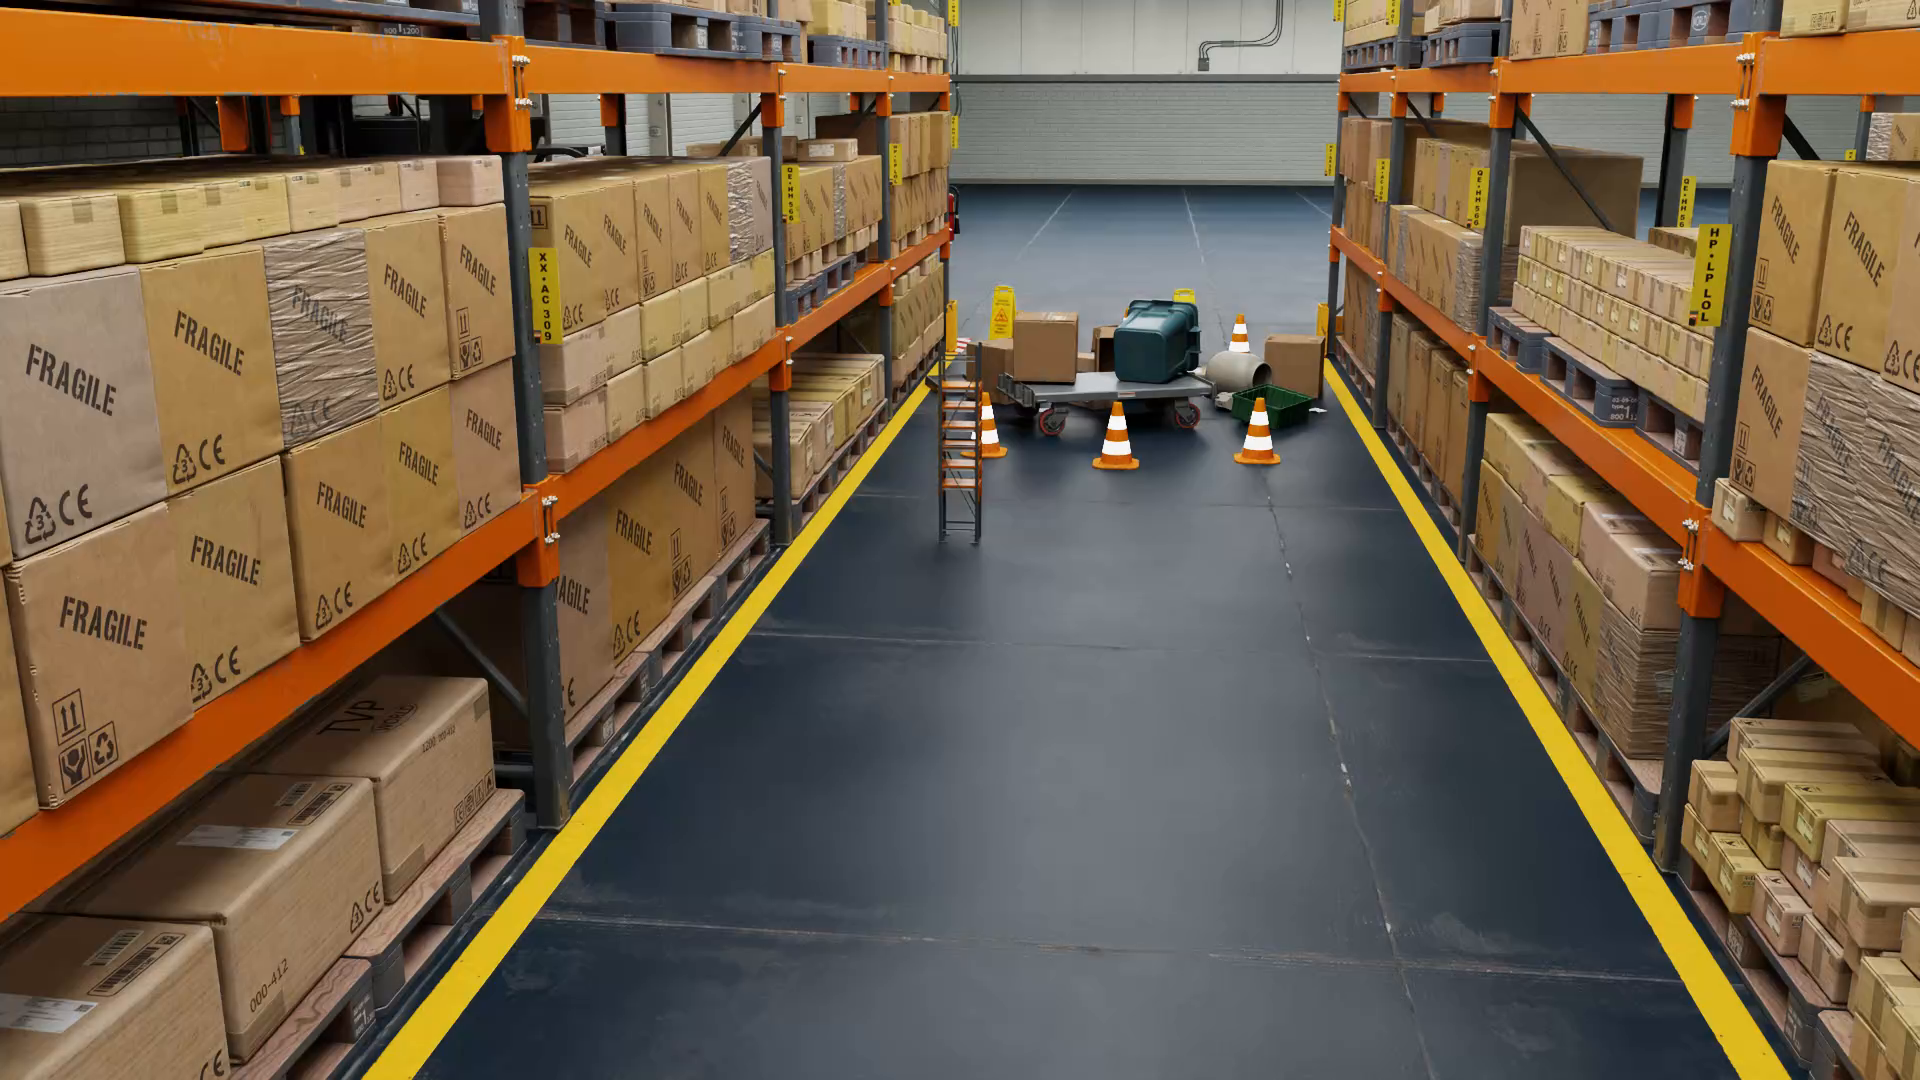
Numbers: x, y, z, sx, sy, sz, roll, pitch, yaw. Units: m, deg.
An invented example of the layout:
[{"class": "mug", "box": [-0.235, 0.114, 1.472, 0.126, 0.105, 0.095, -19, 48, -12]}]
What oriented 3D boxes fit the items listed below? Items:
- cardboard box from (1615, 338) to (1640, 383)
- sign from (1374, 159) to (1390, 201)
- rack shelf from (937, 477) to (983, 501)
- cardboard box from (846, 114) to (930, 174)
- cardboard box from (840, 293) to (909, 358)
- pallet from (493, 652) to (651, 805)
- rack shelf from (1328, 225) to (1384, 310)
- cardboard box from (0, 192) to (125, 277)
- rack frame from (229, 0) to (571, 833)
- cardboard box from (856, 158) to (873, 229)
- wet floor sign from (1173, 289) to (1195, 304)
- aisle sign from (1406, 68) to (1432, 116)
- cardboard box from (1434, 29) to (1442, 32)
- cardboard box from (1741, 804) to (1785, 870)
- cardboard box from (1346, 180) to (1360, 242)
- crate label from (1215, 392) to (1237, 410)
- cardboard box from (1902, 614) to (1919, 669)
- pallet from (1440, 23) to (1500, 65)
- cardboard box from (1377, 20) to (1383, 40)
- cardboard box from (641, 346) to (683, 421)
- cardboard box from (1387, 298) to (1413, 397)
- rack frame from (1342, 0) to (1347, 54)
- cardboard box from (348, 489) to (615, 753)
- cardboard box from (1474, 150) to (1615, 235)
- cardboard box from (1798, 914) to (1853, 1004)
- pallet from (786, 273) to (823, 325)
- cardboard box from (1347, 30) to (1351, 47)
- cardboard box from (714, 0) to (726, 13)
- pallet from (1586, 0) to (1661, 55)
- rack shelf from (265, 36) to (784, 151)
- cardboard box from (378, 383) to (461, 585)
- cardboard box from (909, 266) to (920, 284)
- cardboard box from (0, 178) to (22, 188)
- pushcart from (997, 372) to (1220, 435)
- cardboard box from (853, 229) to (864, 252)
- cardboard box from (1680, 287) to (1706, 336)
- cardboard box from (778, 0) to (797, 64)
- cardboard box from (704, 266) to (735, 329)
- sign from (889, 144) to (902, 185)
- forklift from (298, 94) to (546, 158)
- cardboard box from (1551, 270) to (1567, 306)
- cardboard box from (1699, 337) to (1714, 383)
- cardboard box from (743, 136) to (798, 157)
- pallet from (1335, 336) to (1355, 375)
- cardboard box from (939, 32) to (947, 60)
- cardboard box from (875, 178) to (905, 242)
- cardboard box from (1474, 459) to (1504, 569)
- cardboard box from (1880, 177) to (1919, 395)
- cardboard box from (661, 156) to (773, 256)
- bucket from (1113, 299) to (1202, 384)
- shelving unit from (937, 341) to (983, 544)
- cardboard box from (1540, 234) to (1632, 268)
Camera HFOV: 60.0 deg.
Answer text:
[{"class": "cardboard box", "box": [2.921, -0.735, 6.809, 0.380, 0.149, 0.250, 1, 15, 4]}, {"class": "sign", "box": [3.311, -2.822, 13.042, 0.100, 0.325, 0.005, 2, 15, 6]}, {"class": "rack shelf", "box": [0.002, -0.308, 10.094, 0.258, 0.103, 0.180, 2, 15, 6]}, {"class": "cardboard box", "box": [-0.639, -3.513, 14.730, 0.700, 0.500, 0.500, 1, 15, 5]}, {"class": "cardboard box", "box": [-0.733, -1.852, 14.291, 0.500, 0.500, 0.500, 2, 15, 9]}, {"class": "pallet", "box": [-1.958, 0.749, 6.987, 1.003, 0.211, 1.213, 2, 15, 6]}, {"class": "rack shelf", "box": [4.088, -2.521, 15.118, 1.077, 0.370, 4.000, 2, 15, 6]}, {"class": "cardboard box", "box": [-1.945, -0.621, 3.363, 0.380, 0.149, 0.250, 2, 15, 7]}, {"class": "rack frame", "box": [-1.970, -0.395, 5.875, 1.000, 3.000, 0.127, 2, 15, 6]}, {"class": "cardboard box", "box": [-0.946, -2.609, 12.498, 0.500, 0.500, 0.500, 2, 15, 7]}, {"class": "wet floor sign", "box": [2.350, -2.317, 17.493, 0.267, 0.644, 0.232, -1, 15, -3]}, {"class": "aisle sign", "box": [4.620, -4.652, 16.639, 0.394, 0.787, 0.004, 2, 15, 6]}, {"class": "cardboard box", "box": [3.499, -3.666, 11.712, 0.250, 0.149, 0.380, 2, 15, 6]}, {"class": "cardboard box", "box": [2.662, 0.908, 5.146, 0.380, 0.149, 0.250, 2, 15, 7]}, {"class": "cardboard box", "box": [4.089, -3.077, 15.509, 0.875, 0.550, 0.550, 2, 15, 6]}, {"class": "crate label", "box": [2.346, -1.189, 14.295, 0.298, 0.136, 0.250, -10, 18, -32]}, {"class": "cardboard box", "box": [2.502, 0.253, 3.961, 0.380, 0.149, 0.250, 2, 15, 9]}, {"class": "pallet", "box": [3.431, -2.838, 9.526, 1.213, 0.211, 1.003, 2, 15, 9]}, {"class": "cardboard box", "box": [3.671, -4.230, 13.798, 0.380, 0.149, 0.250, 2, 15, 6]}, {"class": "cardboard box", "box": [-1.528, -0.695, 7.274, 0.500, 0.250, 0.500, 2, 15, 6]}, {"class": "cardboard box", "box": [4.003, -1.688, 13.924, 0.875, 0.875, 0.875, 2, 15, 7]}, {"class": "rack frame", "box": [4.314, -6.283, 16.159, 1.000, 3.000, 0.127, 2, 15, 6]}, {"class": "cardboard box", "box": [-1.980, 0.265, 6.701, 0.875, 0.875, 0.875, 2, 15, 8]}, {"class": "cardboard box", "box": [3.527, -2.091, 10.040, 0.700, 0.500, 0.500, 1, 15, 5]}, {"class": "cardboard box", "box": [2.614, 1.186, 4.687, 0.380, 0.149, 0.250, 1, 15, 5]}, {"class": "pallet", "box": [-1.544, -1.527, 10.432, 1.213, 0.211, 1.003, 2, 15, 6]}, {"class": "cardboard box", "box": [3.929, -4.819, 15.978, 0.380, 0.149, 0.250, 2, 15, 7]}, {"class": "cardboard box", "box": [-1.326, -2.650, 7.924, 0.396, 0.266, 0.258, 1, 15, 5]}, {"class": "pallet", "box": [3.249, -2.058, 6.641, 1.213, 0.211, 1.003, 2, 15, 6]}, {"class": "rack shelf", "box": [-1.744, -2.014, 7.496, 1.077, 0.370, 4.000, 2, 15, 6]}, {"class": "cardboard box", "box": [-1.821, -0.181, 4.895, 0.500, 0.500, 0.500, 1, 15, 5]}, {"class": "cardboard box", "box": [-0.575, -2.399, 15.071, 0.380, 0.149, 0.250, 3, 15, 9]}, {"class": "cardboard box", "box": [-2.454, -0.770, 3.913, 0.380, 0.149, 0.250, 2, 15, 6]}, {"class": "pushcart", "box": [1.204, -1.149, 13.690, 1.648, 0.377, 0.936, -4, 16, -13]}, {"class": "cardboard box", "box": [-0.917, -2.207, 12.256, 0.380, 0.149, 0.250, 2, 15, 7]}, {"class": "cardboard box", "box": [2.841, -0.823, 5.997, 0.380, 0.149, 0.250, 1, 15, 5]}, {"class": "cardboard box", "box": [-1.402, -3.174, 10.215, 0.700, 0.500, 0.500, 2, 15, 6]}, {"class": "cardboard box", "box": [-1.413, -1.201, 8.188, 0.500, 0.250, 0.500, 1, 15, 5]}, {"class": "sign", "box": [-0.516, -3.013, 13.340, 0.100, 0.325, 0.005, 2, 15, 6]}, {"class": "forklift", "box": [-3.096, -1.463, 9.958, 1.130, 2.935, 3.031, 2, 15, 7]}, {"class": "cardboard box", "box": [3.074, -1.213, 8.008, 0.380, 0.149, 0.250, 2, 15, 7]}, {"class": "cardboard box", "box": [2.808, -0.609, 5.775, 0.380, 0.149, 0.250, 2, 15, 8]}, {"class": "cardboard box", "box": [-1.472, -3.066, 12.944, 0.380, 0.149, 0.250, 2, 15, 6]}, {"class": "pallet", "box": [4.301, -1.831, 16.531, 1.003, 0.211, 1.213, 2, 15, 6]}, {"class": "cardboard box", "box": [-0.406, -4.885, 16.454, 0.500, 0.250, 0.500, 2, 15, 6]}, {"class": "cardboard box", "box": [-0.741, -2.767, 13.888, 0.500, 0.500, 0.500, 2, 15, 6]}, {"class": "cardboard box", "box": [3.078, -0.133, 8.890, 0.500, 0.500, 0.500, 1, 15, 4]}, {"class": "cardboard box", "box": [2.536, -0.575, 3.865, 0.500, 0.500, 0.500, 2, 15, 7]}, {"class": "cardboard box", "box": [-1.317, -1.821, 9.044, 0.500, 0.500, 0.500, 1, 15, 5]}, {"class": "bucket", "box": [1.587, -1.607, 13.716, 0.726, 0.611, 0.620, 7, 27, 25]}, {"class": "shelving unit", "box": [0.002, -0.583, 10.019, 0.258, 1.200, 0.189, 2, 15, 6]}, {"class": "cardboard box", "box": [3.107, -1.434, 8.255, 0.380, 0.149, 0.250, 2, 15, 6]}]
